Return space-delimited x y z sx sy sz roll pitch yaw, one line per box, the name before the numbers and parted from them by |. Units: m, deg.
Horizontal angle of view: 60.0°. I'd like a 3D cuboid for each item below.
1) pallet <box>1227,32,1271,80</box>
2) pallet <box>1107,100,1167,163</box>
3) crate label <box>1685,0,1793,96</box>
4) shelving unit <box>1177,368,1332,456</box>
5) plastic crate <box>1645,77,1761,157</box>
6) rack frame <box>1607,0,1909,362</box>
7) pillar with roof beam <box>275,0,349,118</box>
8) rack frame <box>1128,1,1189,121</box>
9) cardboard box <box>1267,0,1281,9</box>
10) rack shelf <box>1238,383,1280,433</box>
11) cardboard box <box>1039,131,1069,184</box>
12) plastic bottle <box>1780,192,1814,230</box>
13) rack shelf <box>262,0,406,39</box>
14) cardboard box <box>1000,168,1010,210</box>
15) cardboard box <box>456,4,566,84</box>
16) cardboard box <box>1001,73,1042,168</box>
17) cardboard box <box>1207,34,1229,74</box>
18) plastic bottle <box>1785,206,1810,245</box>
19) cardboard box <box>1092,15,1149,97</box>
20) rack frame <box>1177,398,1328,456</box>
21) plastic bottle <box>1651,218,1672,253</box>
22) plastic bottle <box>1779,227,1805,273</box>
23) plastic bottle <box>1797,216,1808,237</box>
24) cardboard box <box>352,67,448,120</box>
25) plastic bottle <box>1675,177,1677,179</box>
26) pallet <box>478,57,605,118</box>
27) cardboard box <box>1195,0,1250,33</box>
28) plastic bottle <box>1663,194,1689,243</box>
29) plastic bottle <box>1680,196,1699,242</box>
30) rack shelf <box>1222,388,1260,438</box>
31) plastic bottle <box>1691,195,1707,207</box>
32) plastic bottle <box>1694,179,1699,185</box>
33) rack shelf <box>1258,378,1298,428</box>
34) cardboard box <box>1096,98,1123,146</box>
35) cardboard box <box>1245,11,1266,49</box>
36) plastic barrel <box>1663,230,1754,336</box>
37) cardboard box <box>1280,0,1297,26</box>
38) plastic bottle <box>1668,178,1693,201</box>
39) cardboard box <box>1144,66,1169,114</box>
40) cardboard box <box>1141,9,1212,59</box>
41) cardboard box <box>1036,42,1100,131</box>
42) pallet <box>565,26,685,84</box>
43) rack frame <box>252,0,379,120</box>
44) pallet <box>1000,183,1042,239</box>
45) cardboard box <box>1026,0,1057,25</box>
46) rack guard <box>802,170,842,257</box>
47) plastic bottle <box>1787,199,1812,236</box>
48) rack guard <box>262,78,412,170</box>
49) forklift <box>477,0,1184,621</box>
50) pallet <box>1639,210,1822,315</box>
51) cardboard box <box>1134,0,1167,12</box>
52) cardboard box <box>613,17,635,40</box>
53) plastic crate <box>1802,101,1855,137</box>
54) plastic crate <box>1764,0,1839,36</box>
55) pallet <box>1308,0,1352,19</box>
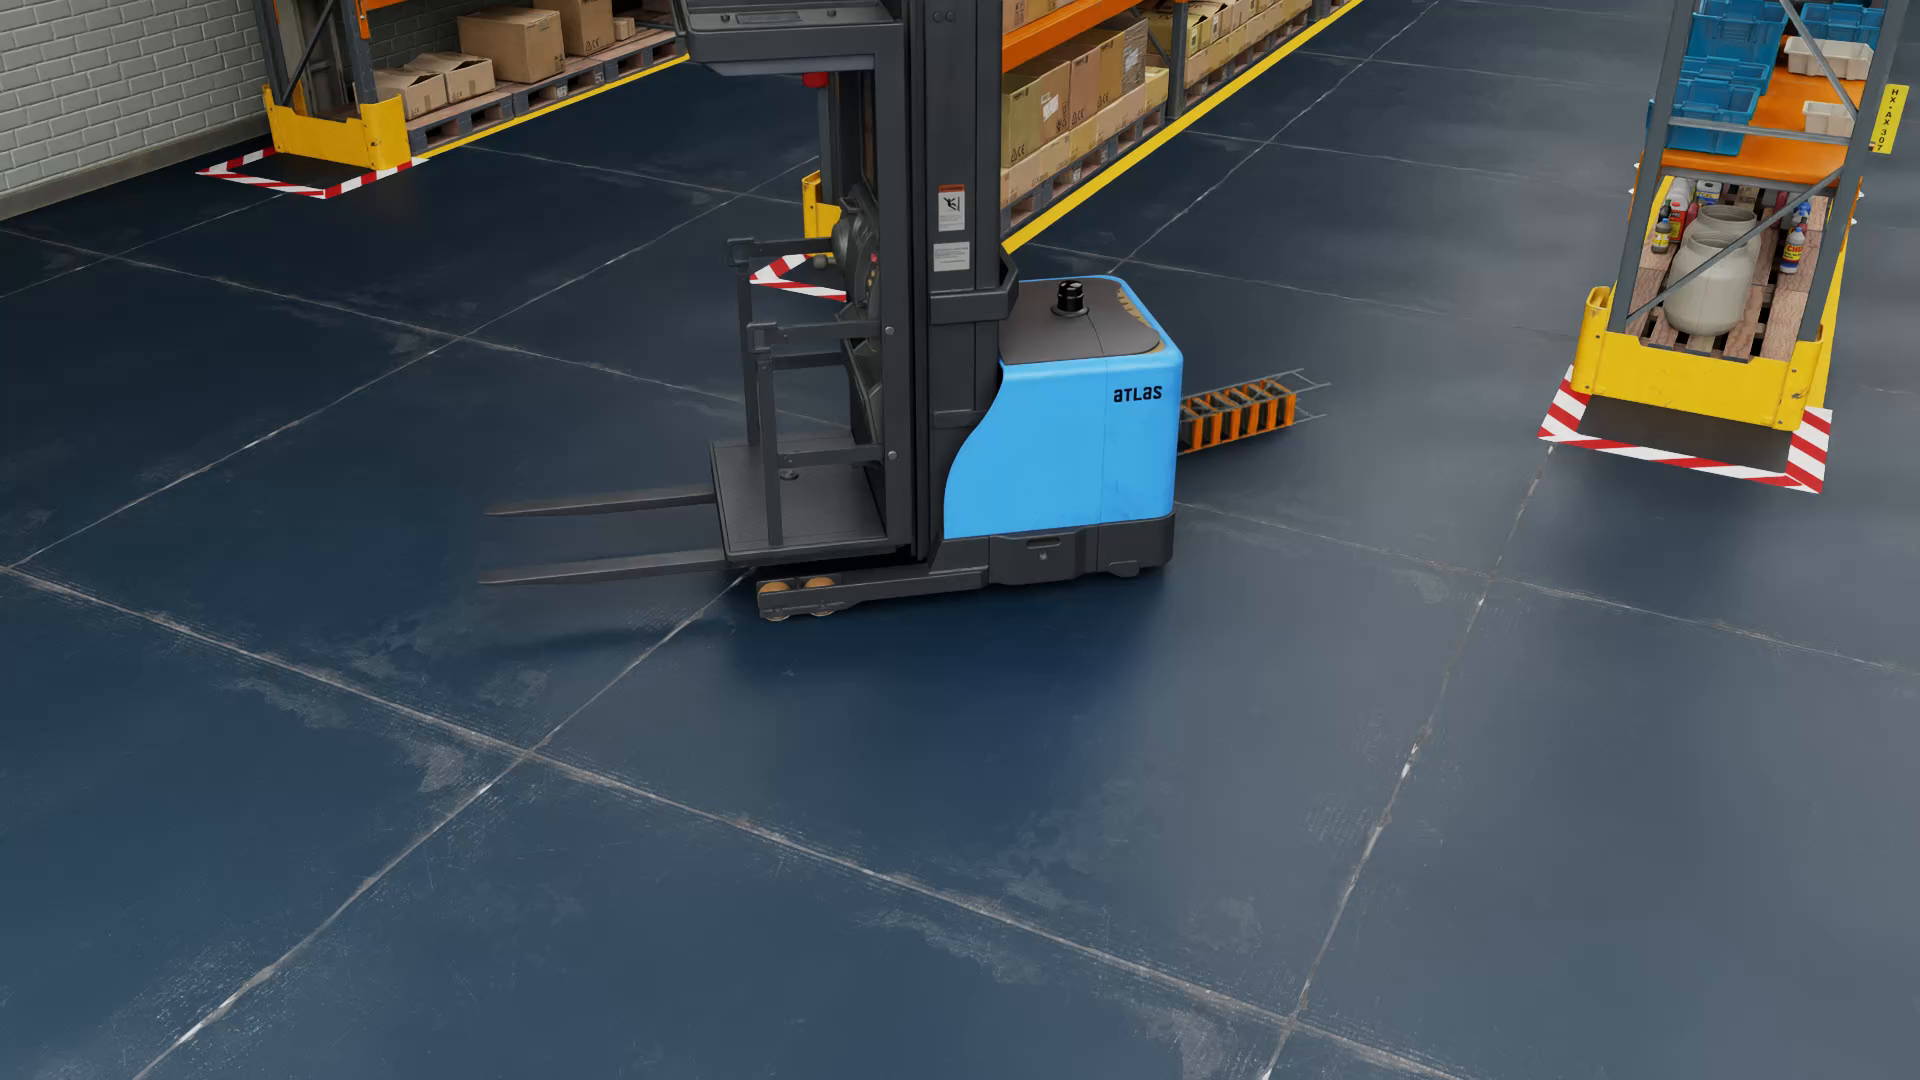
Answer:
pallet | 2.235 -4.594 15.538 1.003 0.211 1.213 14 33 23
pallet | 0.980 -3.373 13.412 1.003 0.211 1.213 14 33 23
crate label | 4.563 -2.919 9.786 0.502 0.435 0.616 14 33 23
shelving unit | 1.389 -0.656 8.696 1.200 0.189 0.258 -15 33 -25
plastic crate | 3.927 -2.252 8.809 0.499 0.251 0.616 14 33 23
rack frame | 3.965 -2.027 8.267 1.000 3.000 0.127 14 33 23
pillar with roof beam | -1.473 -6.406 9.868 9.100 9.000 0.400 14 33 23
rack frame | 1.379 -4.925 13.315 1.000 3.000 0.127 14 33 23
cardboard box | 2.719 -5.188 15.549 0.500 0.311 0.500 14 33 23
rack shelf | 1.560 -0.703 8.780 0.103 0.180 0.258 -15 33 -25
cardboard box | 0.452 -2.773 11.906 0.500 0.250 0.500 14 33 23
plastic bottle | 5.438 -2.159 10.791 0.152 0.276 0.135 15 33 24
rack shelf | -3.943 -4.849 13.904 1.077 0.370 4.000 14 33 23
cardboard box | -0.001 -2.329 11.133 0.500 0.250 0.500 14 33 23
cardboard box | -3.821 -4.234 14.179 0.700 0.500 0.500 12 32 20
cardboard box | 0.225 -2.876 11.333 0.500 0.500 0.500 14 33 23
cardboard box | 2.018 -4.264 14.502 0.500 0.250 0.500 15 33 24
plastic bottle | 5.270 -1.964 10.455 0.097 0.271 0.097 0 30 0
cardboard box | 1.124 -3.766 12.882 0.500 0.500 0.500 14 33 23
rack frame | 1.389 -0.577 8.742 1.200 0.006 0.240 -15 33 -25
plastic bottle | 4.411 -1.918 10.445 0.097 0.201 0.097 0 30 0
plastic bottle | 5.068 -1.767 10.113 0.097 0.271 0.097 0 30 0
plastic bottle | 5.188 -1.869 10.278 0.061 0.283 0.133 15 33 24
cardboard box | -4.459 -3.585 13.239 0.500 0.311 0.500 11 32 18
plastic bottle | 4.852 -2.402 11.206 0.061 0.283 0.133 16 33 25
pallet | -3.861 -3.989 14.485 1.003 0.211 1.213 14 33 23
cardboard box | 2.257 -4.735 14.760 0.500 0.311 0.500 13 32 22
plastic bottle | 4.551 -2.055 10.610 0.152 0.276 0.135 15 33 24
plastic bottle | 4.646 -2.035 10.567 0.061 0.283 0.133 14 33 23
rack shelf | 1.455 -0.674 8.729 0.103 0.180 0.258 -15 33 -25
plastic bottle | 4.813 -2.151 10.852 0.097 0.201 0.097 0 30 0
plastic bottle | 4.930 -2.386 11.192 0.097 0.271 0.097 0 30 0
rack shelf | 1.665 -0.731 8.831 0.103 0.180 0.258 -15 33 -25
cardboard box | 0.911 -3.215 12.677 0.500 0.250 0.500 14 33 23
cardboard box | 2.484 -4.719 15.296 0.500 0.250 0.500 15 33 24
plastic barrel | 4.197 -1.439 9.320 0.421 0.512 0.421 0 30 0
cardboard box | 2.947 -5.170 16.081 0.500 0.250 0.500 14 33 23
plastic bottle | 4.686 -2.224 10.828 0.144 0.351 0.185 16 33 25
cardboard box | 1.363 -3.660 13.450 0.500 0.250 0.500 14 33 23
cardboard box | 1.789 -4.285 13.976 0.500 0.311 0.500 14 33 23
cardboard box | 0.685 -3.319 12.103 0.500 0.500 0.500 14 33 23
pallet | -3.307 -4.532 15.431 1.003 0.211 1.213 14 33 23
rack frame | -4.854 -4.274 12.181 1.000 3.000 0.127 14 33 23
pallet | -0.132 -2.291 11.528 1.003 0.211 1.213 14 33 23
cardboard box | 0.247 -3.852 11.345 0.700 0.500 0.500 15 33 24
rack guard | -0.454 -2.057 10.831 1.175 0.500 0.348 14 33 23
plastic bottle | 5.362 -2.053 10.612 0.097 0.271 0.097 0 30 0
rack guard | -4.820 -3.224 12.862 1.175 0.500 0.348 14 33 23
forklift | -0.613 -1.210 6.913 3.031 2.935 1.130 -6 30 -10
pallet | 4.889 -1.759 10.602 1.003 0.211 1.213 14 33 23
cardboard box | 1.540 -4.635 14.585 0.500 0.311 0.500 15 33 25
cardboard box | -3.249 -4.765 15.440 0.380 0.166 0.250 10 31 17
plastic crate | 4.659 -2.236 8.896 0.298 0.136 0.250 14 33 23
plastic crate | 5.435 -3.570 11.016 0.767 0.338 0.504 14 33 23
pallet | 3.575 -5.812 17.658 1.003 0.211 1.213 14 33 23
